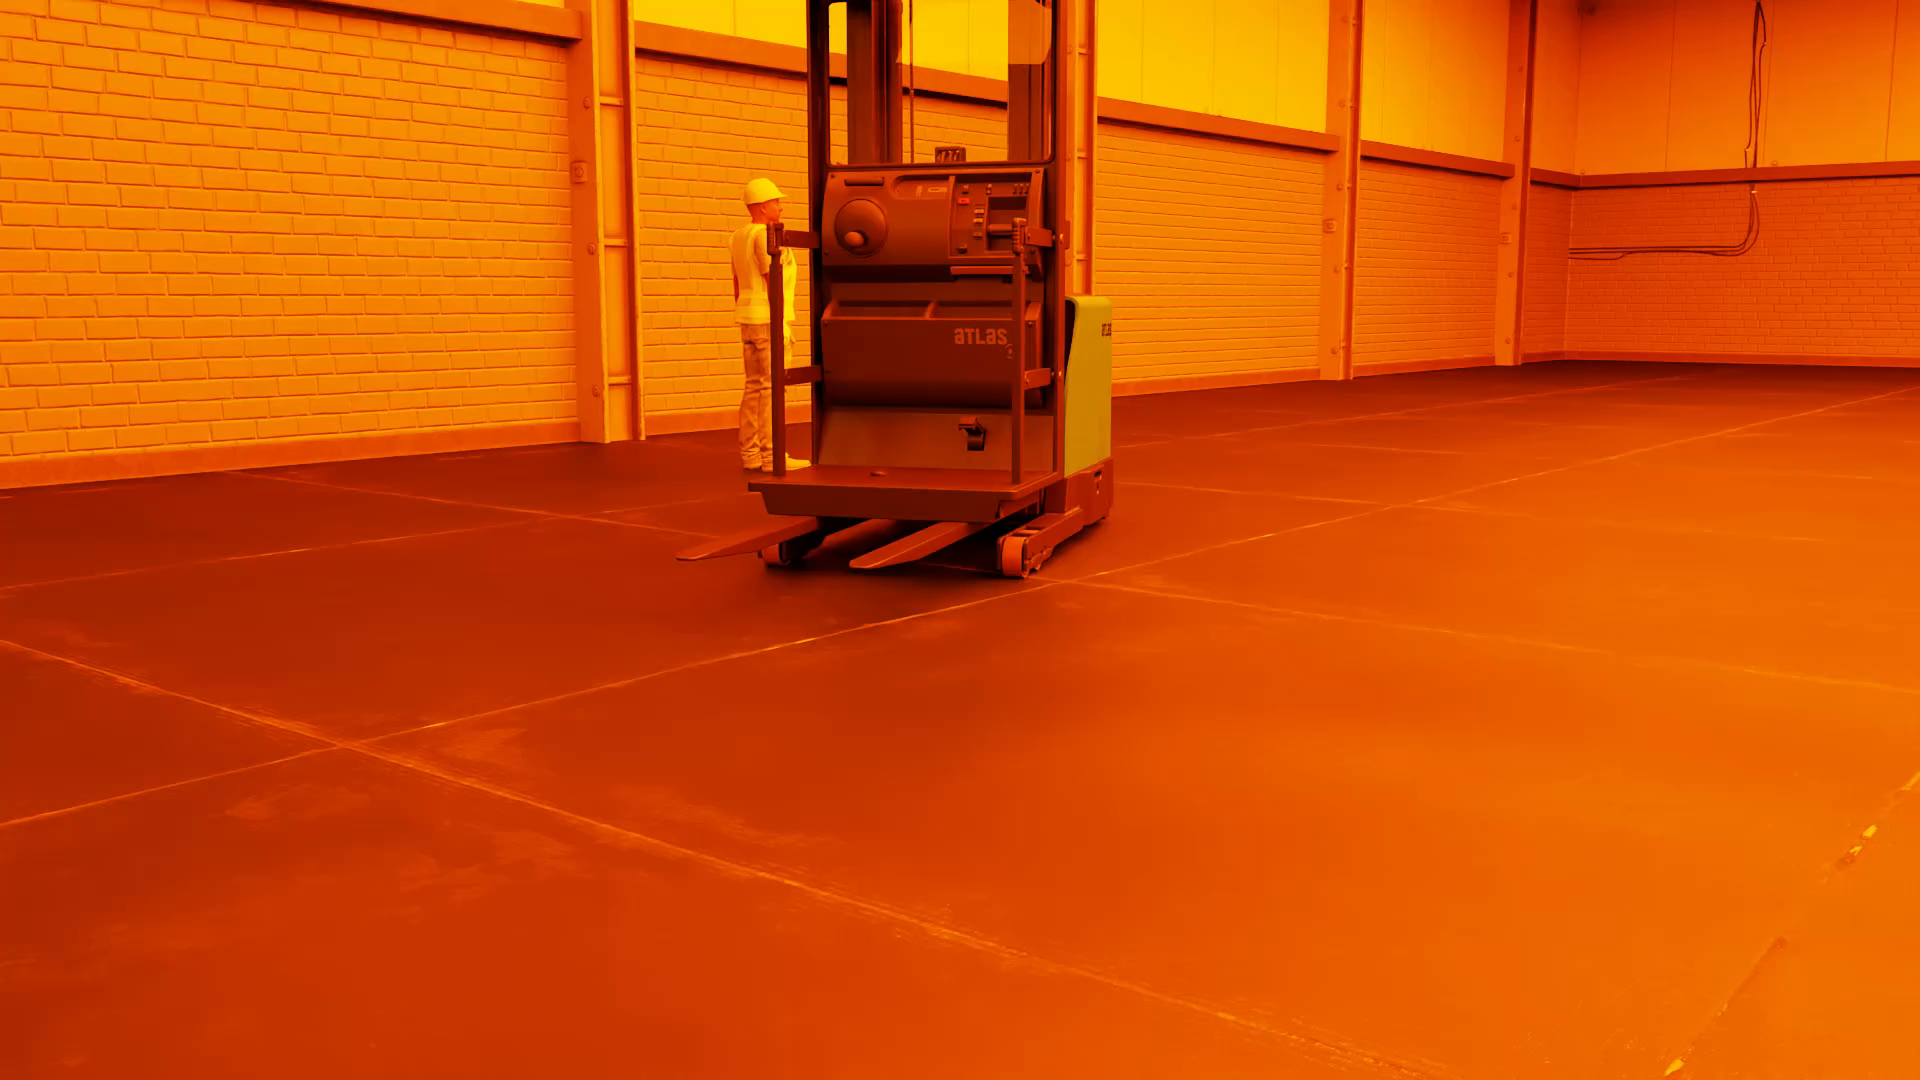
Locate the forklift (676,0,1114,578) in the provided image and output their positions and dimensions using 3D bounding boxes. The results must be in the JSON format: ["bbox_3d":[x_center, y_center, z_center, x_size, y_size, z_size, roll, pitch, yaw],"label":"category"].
[{"bbox_3d":[-0.176,-1.366,6.616,1.130,2.935,3.031,3,9,17],"label":"forklift"}]

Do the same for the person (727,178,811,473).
[{"bbox_3d":[-1.191,-1.328,10.314,0.369,1.789,0.561,-5,10,-31],"label":"person"}]
